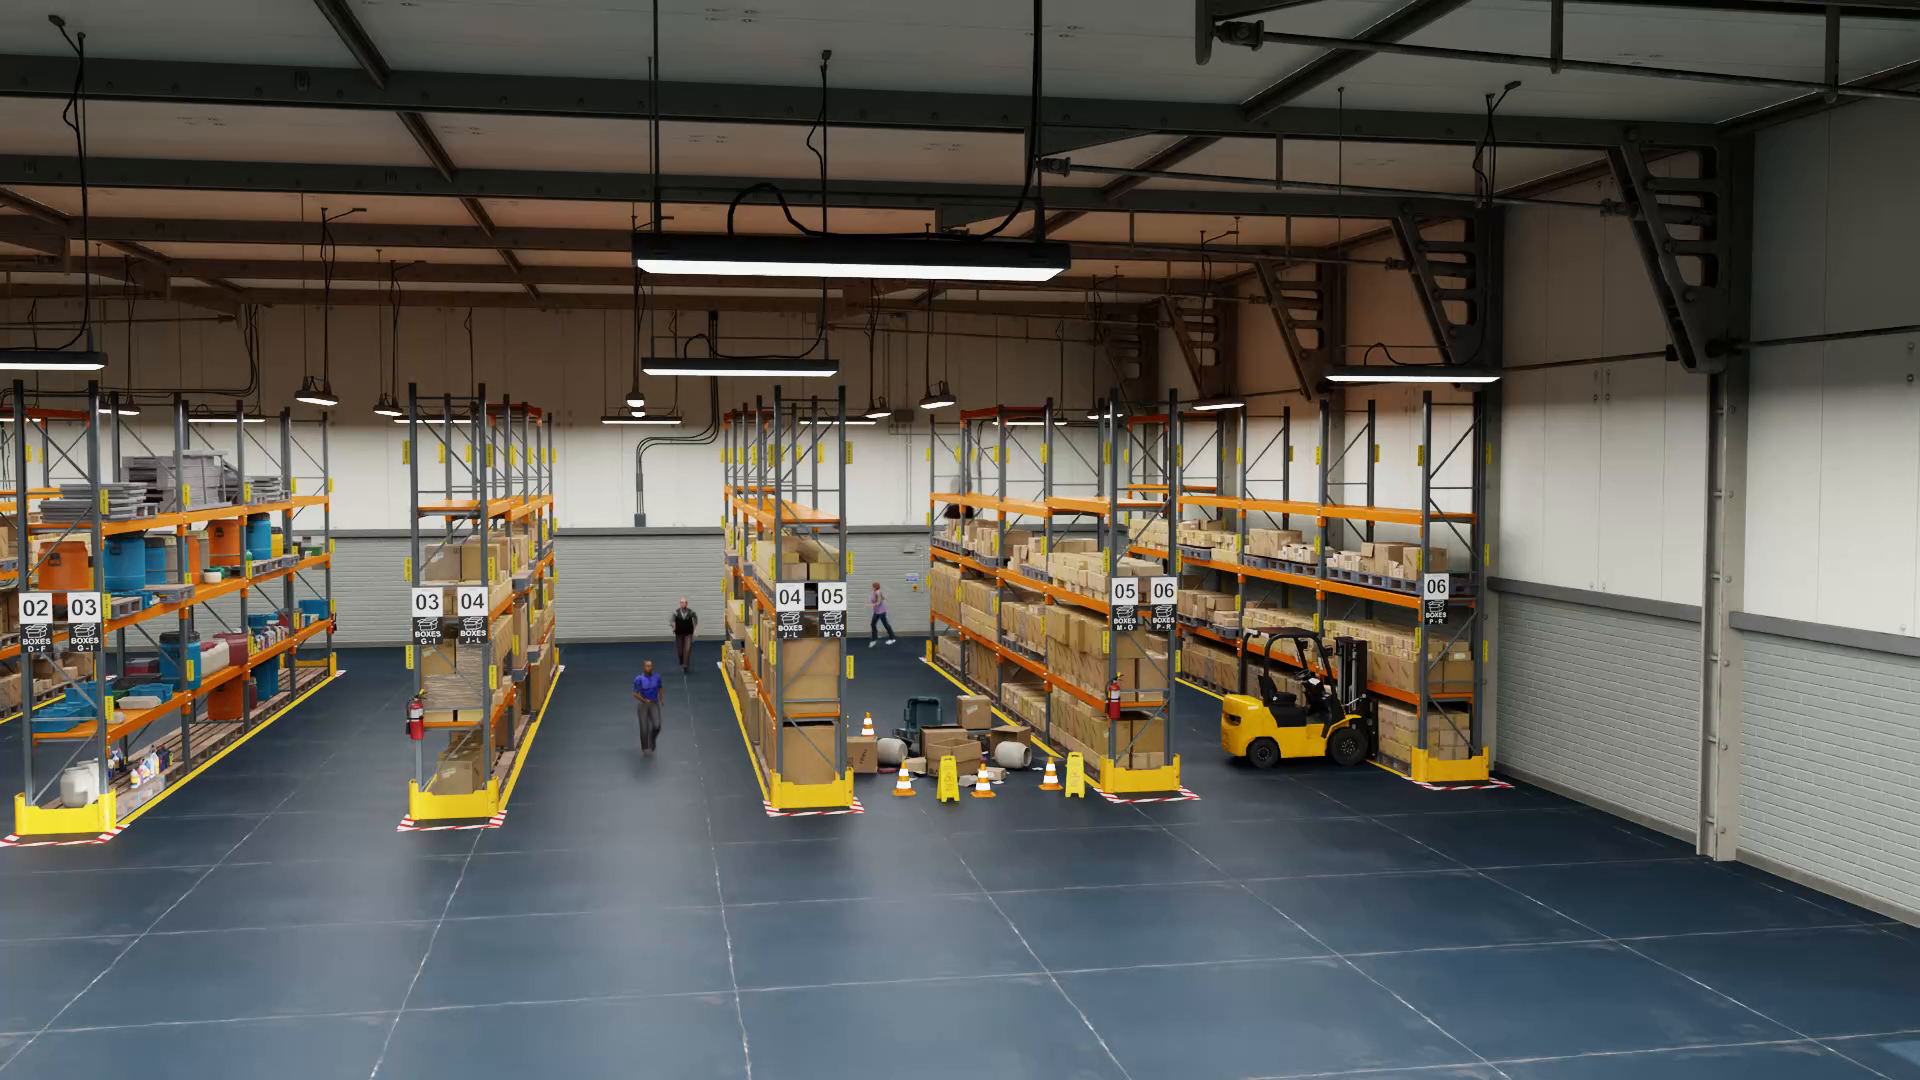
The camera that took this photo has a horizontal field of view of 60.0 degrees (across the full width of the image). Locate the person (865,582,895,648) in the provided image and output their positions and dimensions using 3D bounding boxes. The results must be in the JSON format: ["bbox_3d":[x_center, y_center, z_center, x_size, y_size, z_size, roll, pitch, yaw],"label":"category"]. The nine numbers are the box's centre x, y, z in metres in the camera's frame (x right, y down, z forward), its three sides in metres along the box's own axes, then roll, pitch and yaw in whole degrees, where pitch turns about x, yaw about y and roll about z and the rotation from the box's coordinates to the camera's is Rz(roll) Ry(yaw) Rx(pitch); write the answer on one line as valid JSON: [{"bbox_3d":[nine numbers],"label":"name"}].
[{"bbox_3d":[-2.009,1.869,41.547,0.798,1.661,0.471,-1,3,-22],"label":"person"}]

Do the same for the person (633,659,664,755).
[{"bbox_3d":[-5.163,2.788,27.689,0.551,1.611,0.664,-1,3,-26],"label":"person"}]

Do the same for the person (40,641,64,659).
[{"bbox_3d":[-20.691,2.244,37.869,0.747,1.749,0.578,-1,3,-10],"label":"person"}]

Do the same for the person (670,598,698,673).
[{"bbox_3d":[-6.408,2.198,38.623,0.653,1.703,0.881,0,3,-9],"label":"person"}]
